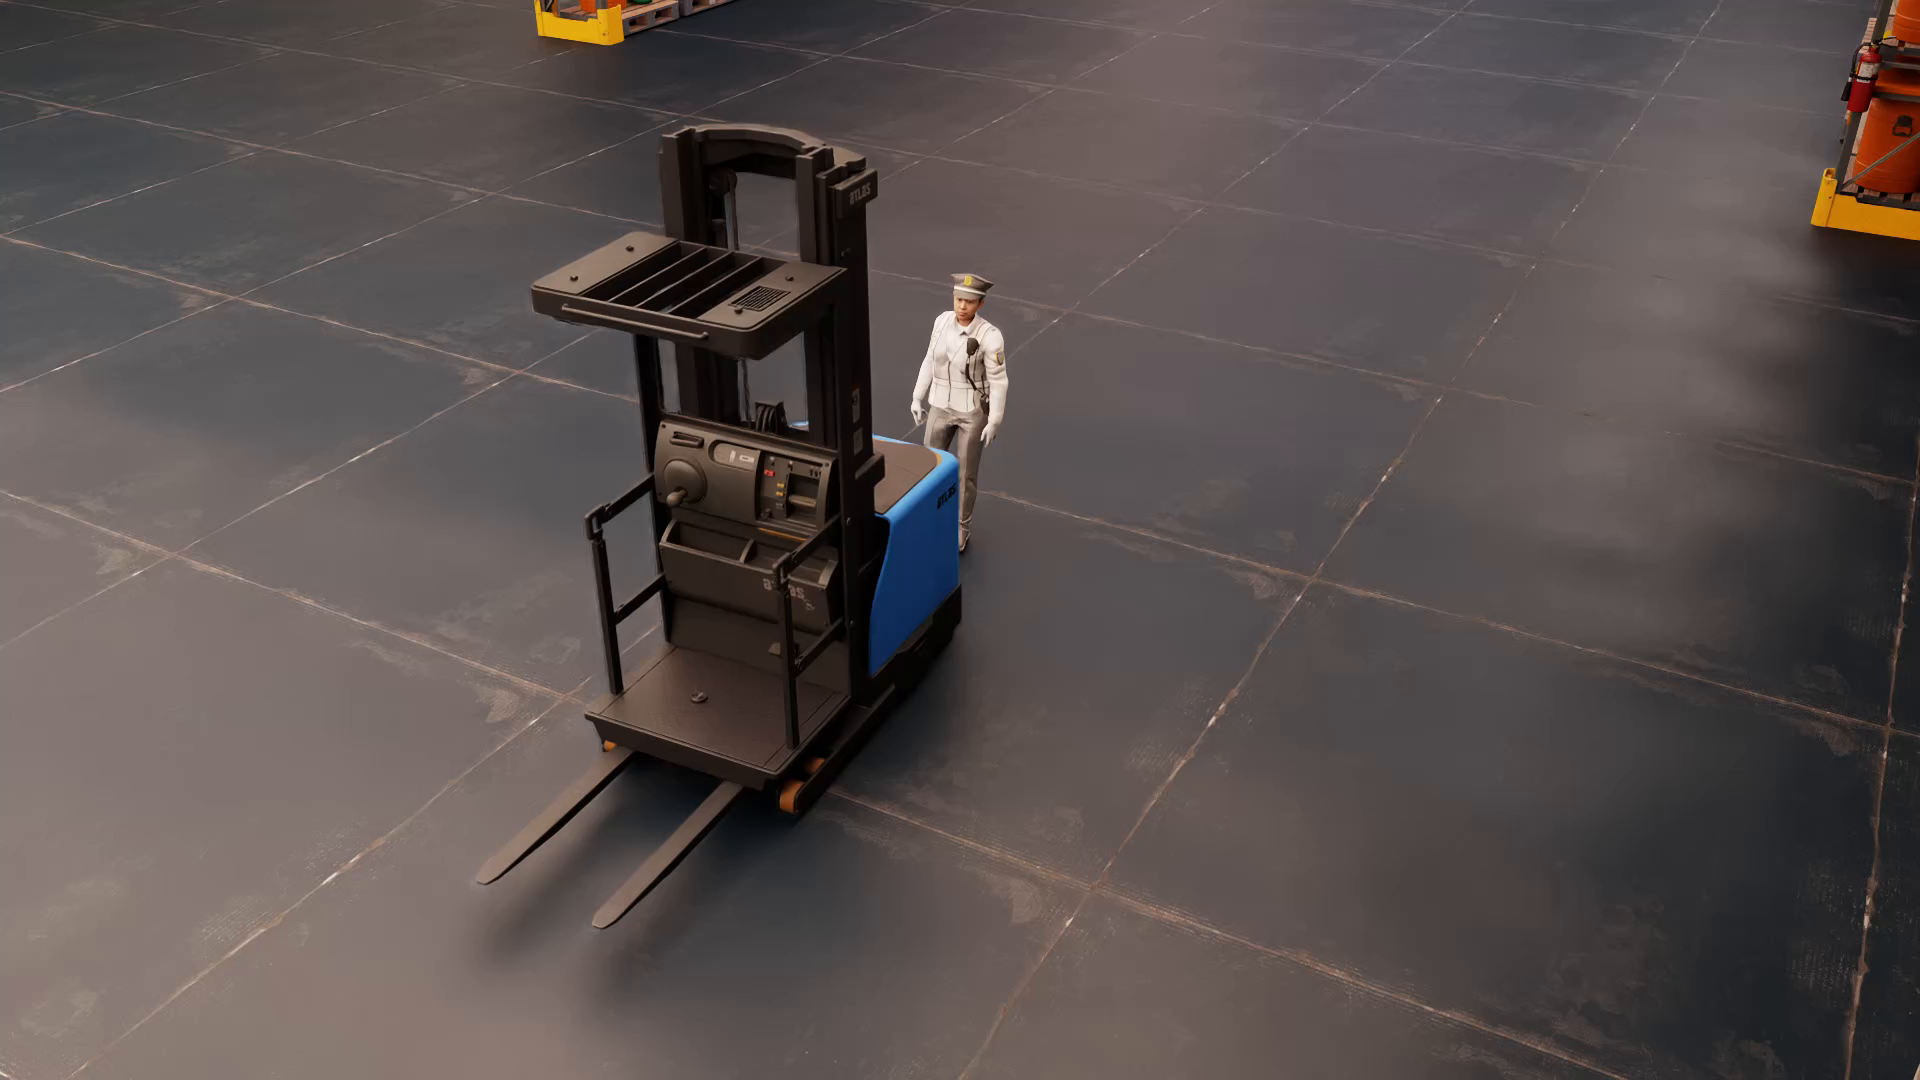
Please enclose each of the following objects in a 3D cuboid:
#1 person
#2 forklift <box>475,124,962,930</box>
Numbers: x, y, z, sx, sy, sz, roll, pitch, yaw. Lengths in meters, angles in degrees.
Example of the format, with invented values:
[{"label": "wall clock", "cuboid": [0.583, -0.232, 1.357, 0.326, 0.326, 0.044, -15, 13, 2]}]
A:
[{"label": "person", "cuboid": [-0.038, -0.712, 9.527, 0.587, 1.696, 0.534, 15, 33, 25]}, {"label": "forklift", "cuboid": [-1.094, -0.238, 7.482, 1.130, 2.935, 3.031, 14, 33, 22]}]
